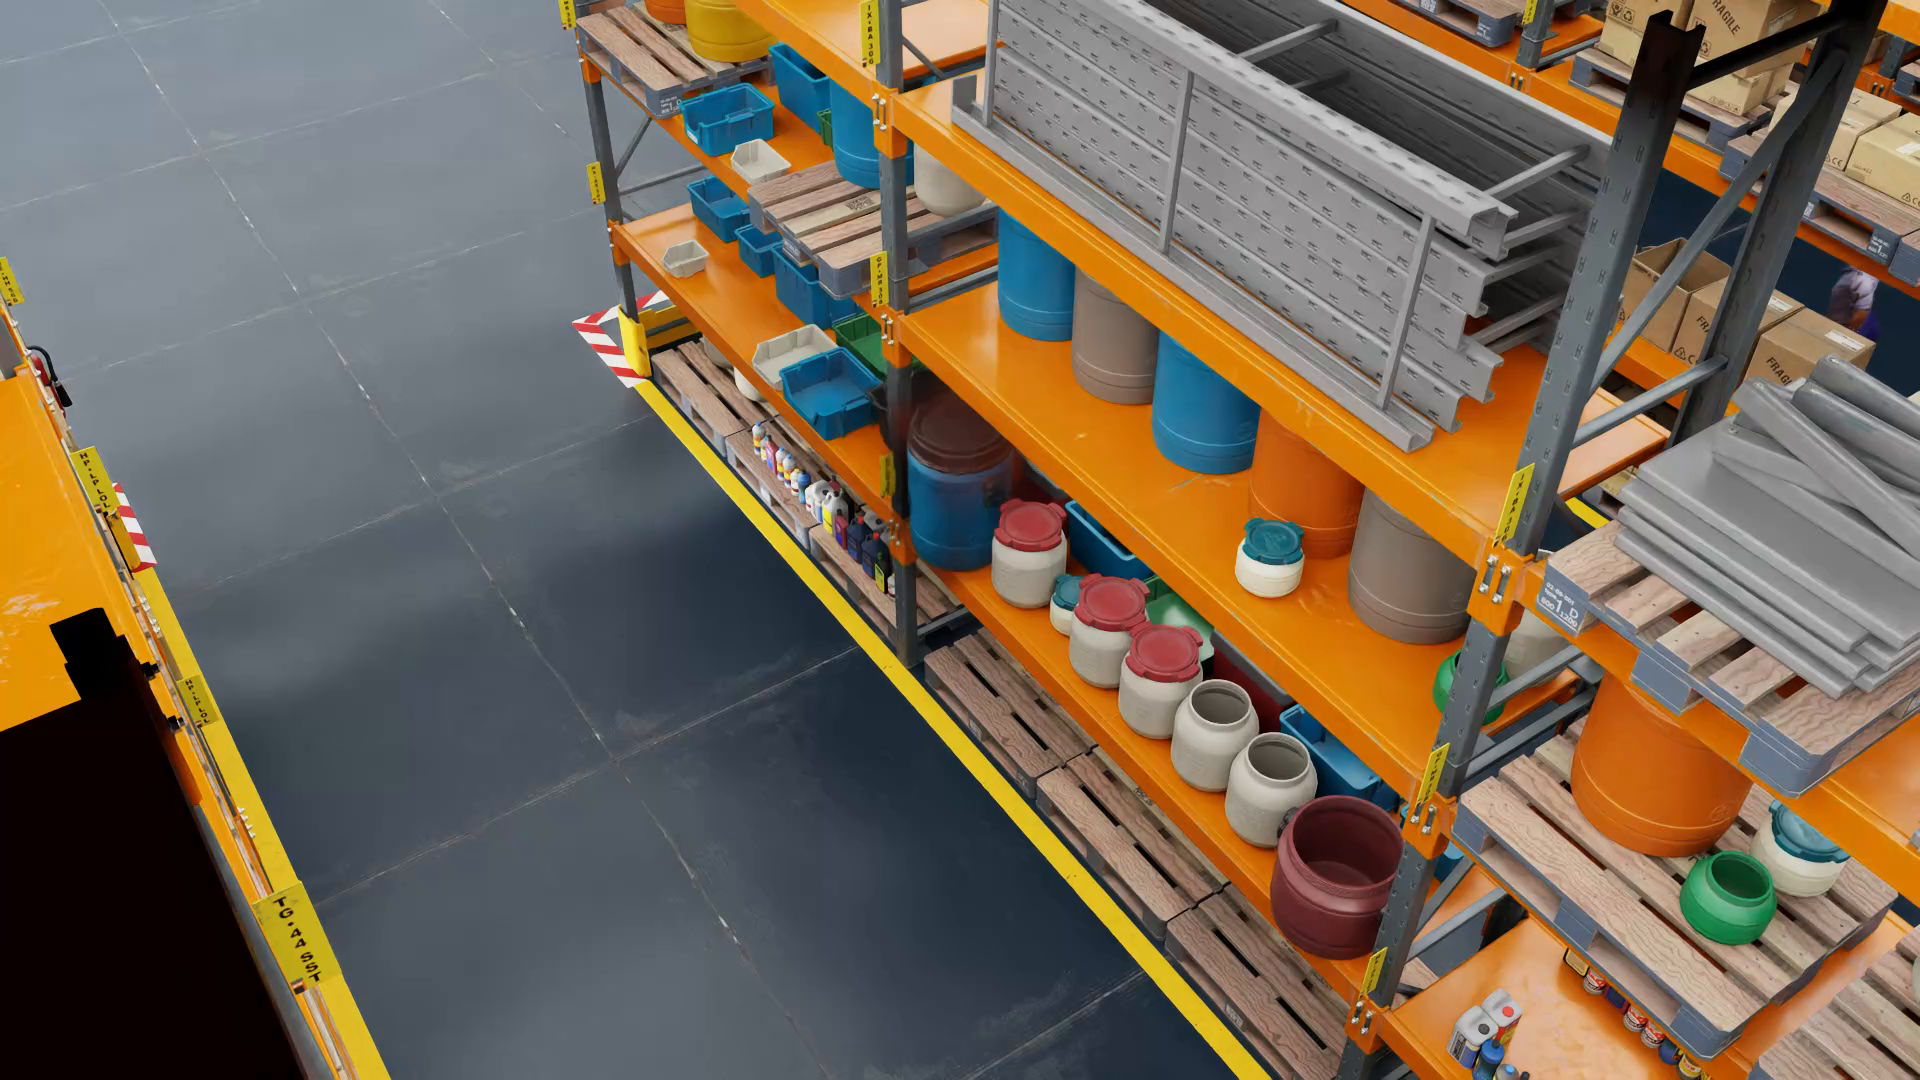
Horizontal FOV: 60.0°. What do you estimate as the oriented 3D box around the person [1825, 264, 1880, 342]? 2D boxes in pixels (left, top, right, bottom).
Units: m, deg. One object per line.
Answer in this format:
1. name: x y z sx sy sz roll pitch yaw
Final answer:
1. person: 6.561 -1.498 12.241 0.554 1.591 0.542 -30 51 -29
